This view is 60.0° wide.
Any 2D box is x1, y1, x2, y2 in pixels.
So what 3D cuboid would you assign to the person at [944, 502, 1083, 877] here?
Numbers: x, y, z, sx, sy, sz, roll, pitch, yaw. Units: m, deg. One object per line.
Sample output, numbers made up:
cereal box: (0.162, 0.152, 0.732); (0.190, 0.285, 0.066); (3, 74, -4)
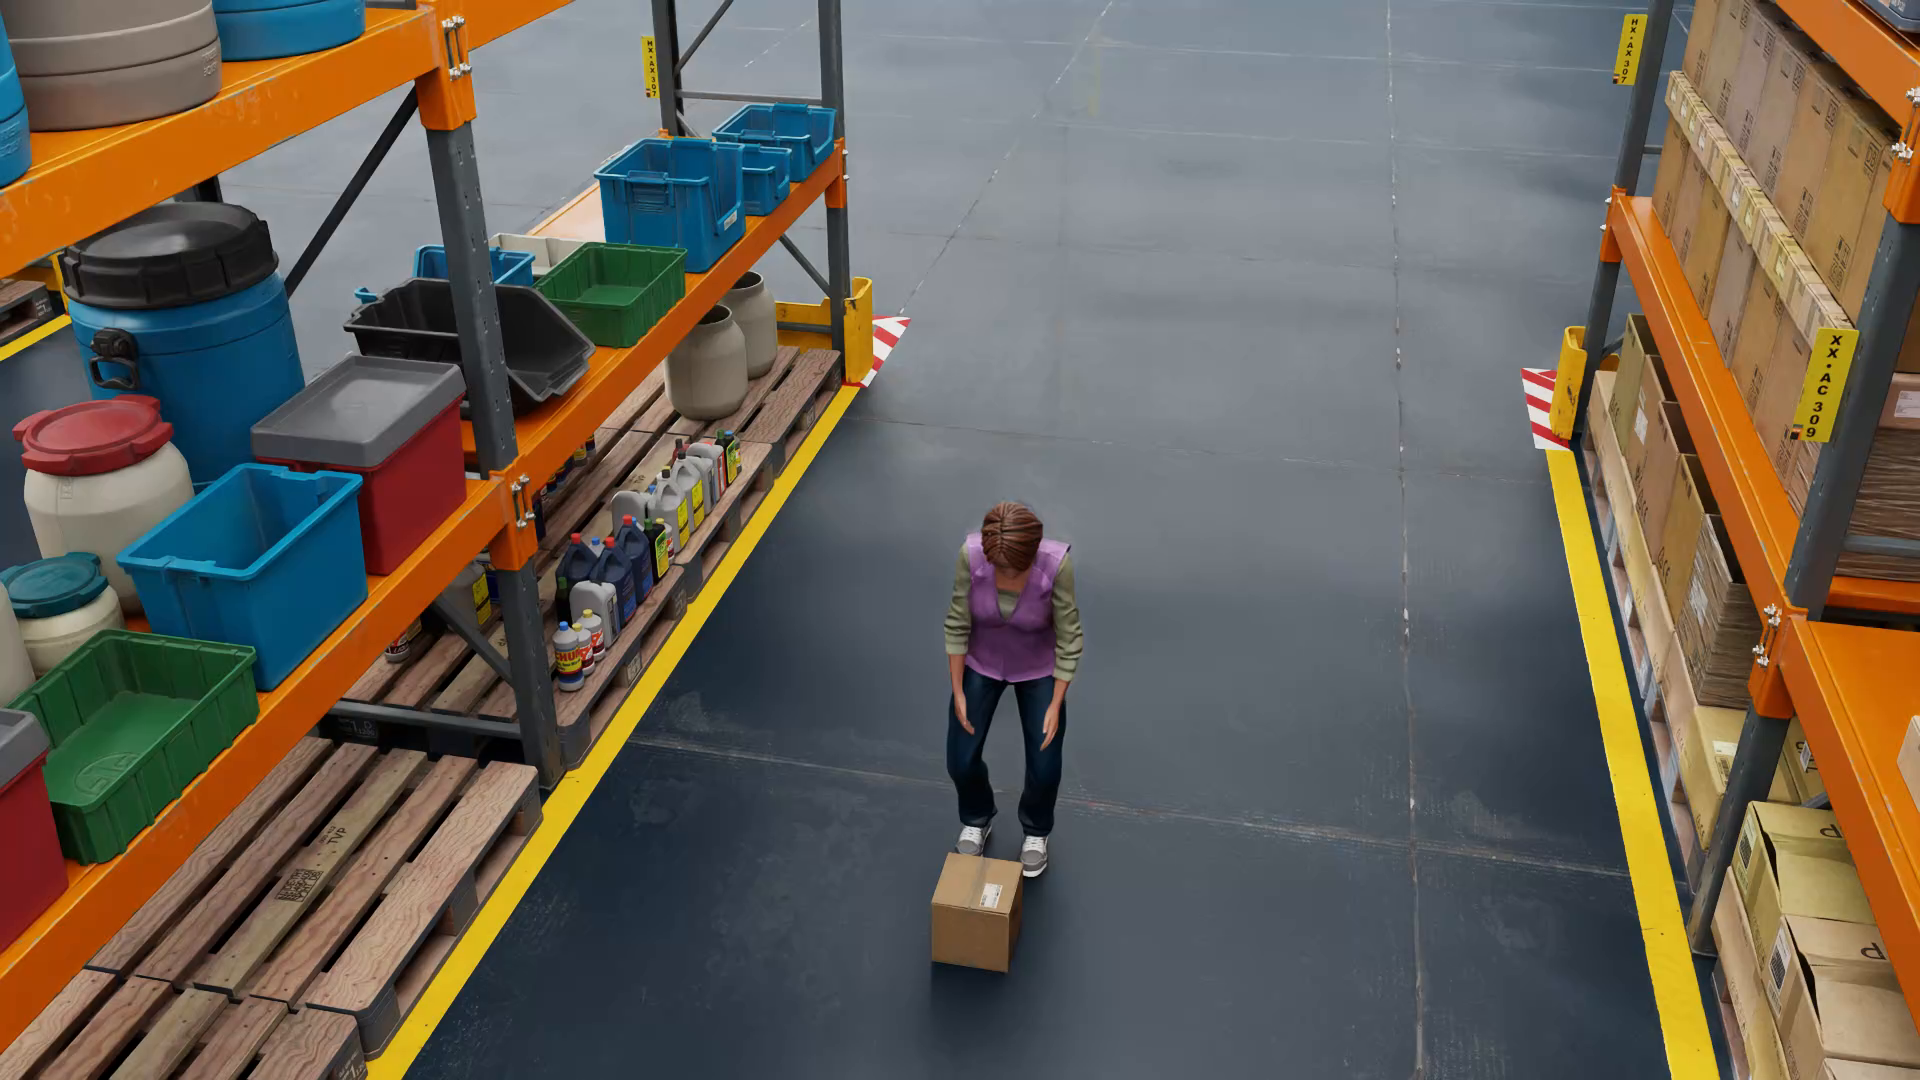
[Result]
person: (0.181, 0.474, 5.451); (0.451, 1.449, 0.518); (6, 30, 11)
